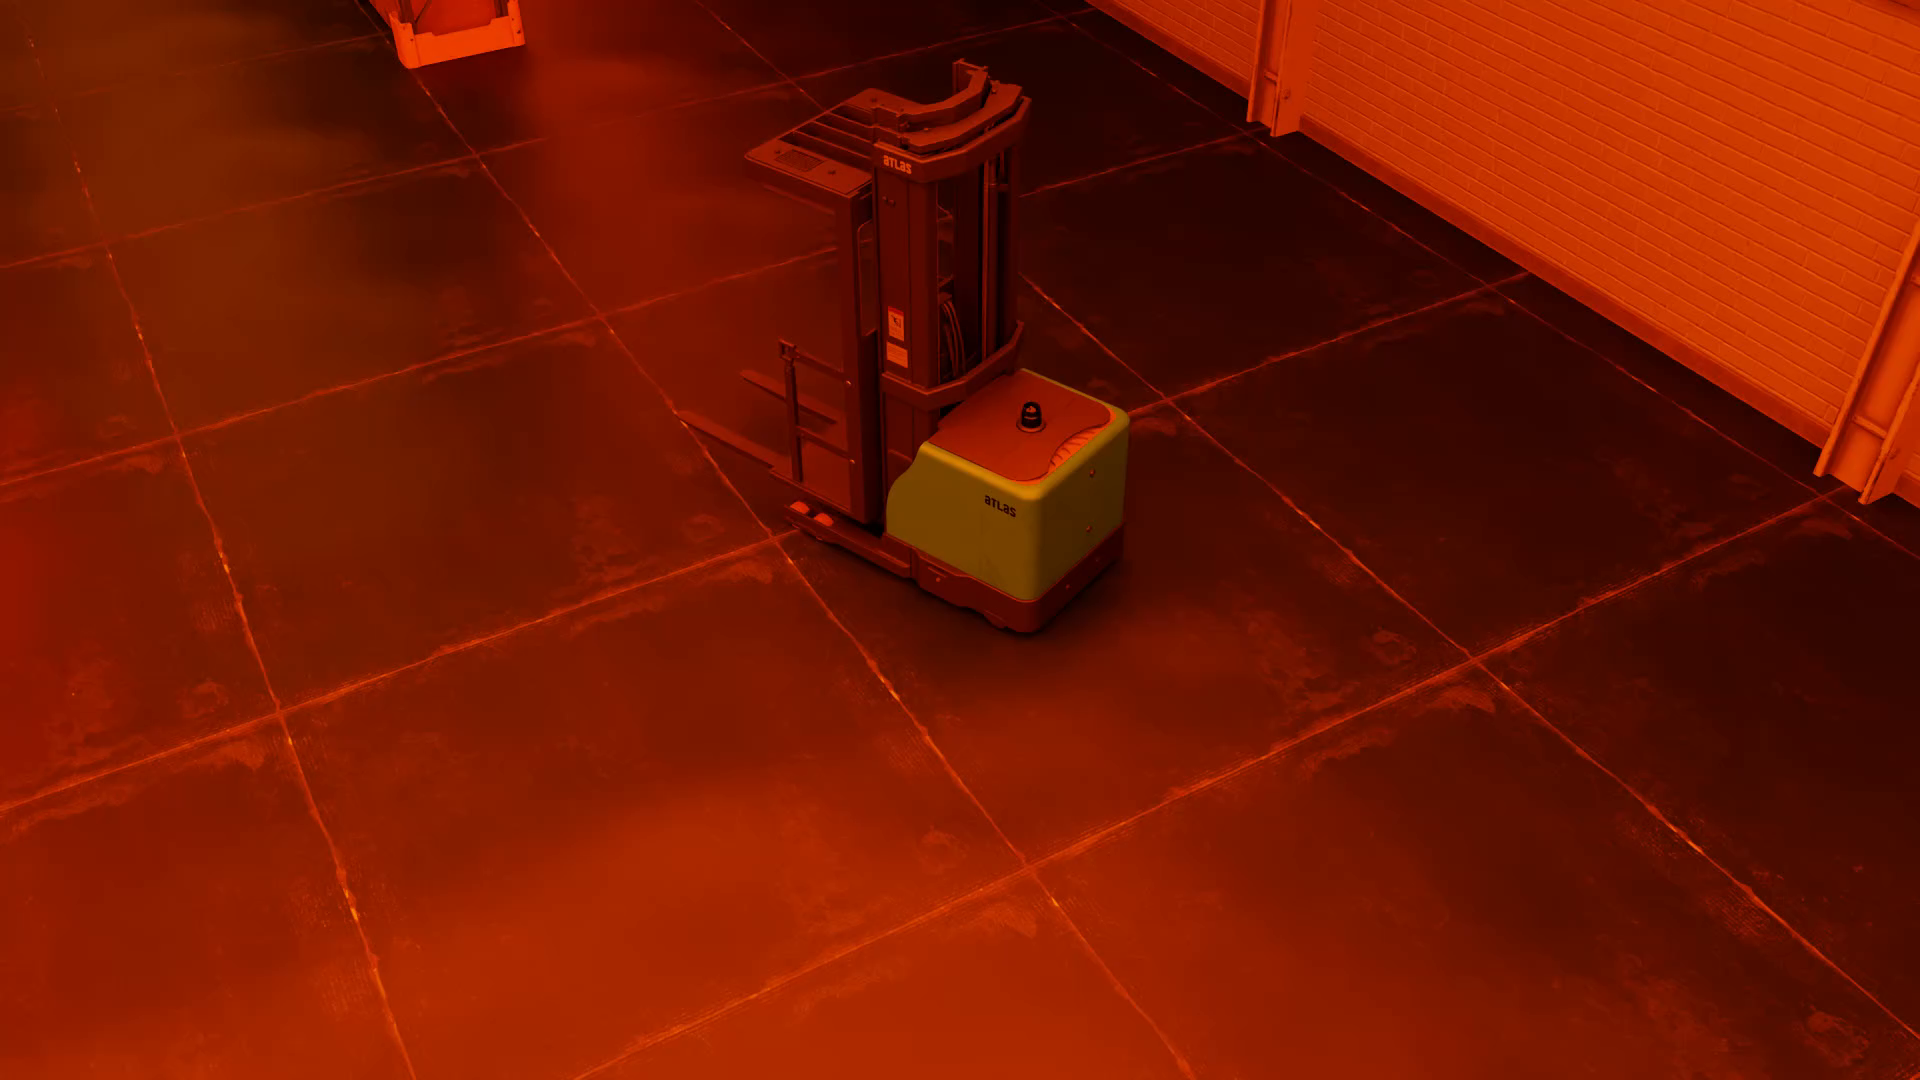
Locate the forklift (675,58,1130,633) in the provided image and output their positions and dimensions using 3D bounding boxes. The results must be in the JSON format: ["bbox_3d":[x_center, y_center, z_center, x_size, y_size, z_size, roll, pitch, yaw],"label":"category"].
[{"bbox_3d":[-0.481,-1.366,9.683,3.031,2.935,1.130,26,46,28],"label":"forklift"}]
